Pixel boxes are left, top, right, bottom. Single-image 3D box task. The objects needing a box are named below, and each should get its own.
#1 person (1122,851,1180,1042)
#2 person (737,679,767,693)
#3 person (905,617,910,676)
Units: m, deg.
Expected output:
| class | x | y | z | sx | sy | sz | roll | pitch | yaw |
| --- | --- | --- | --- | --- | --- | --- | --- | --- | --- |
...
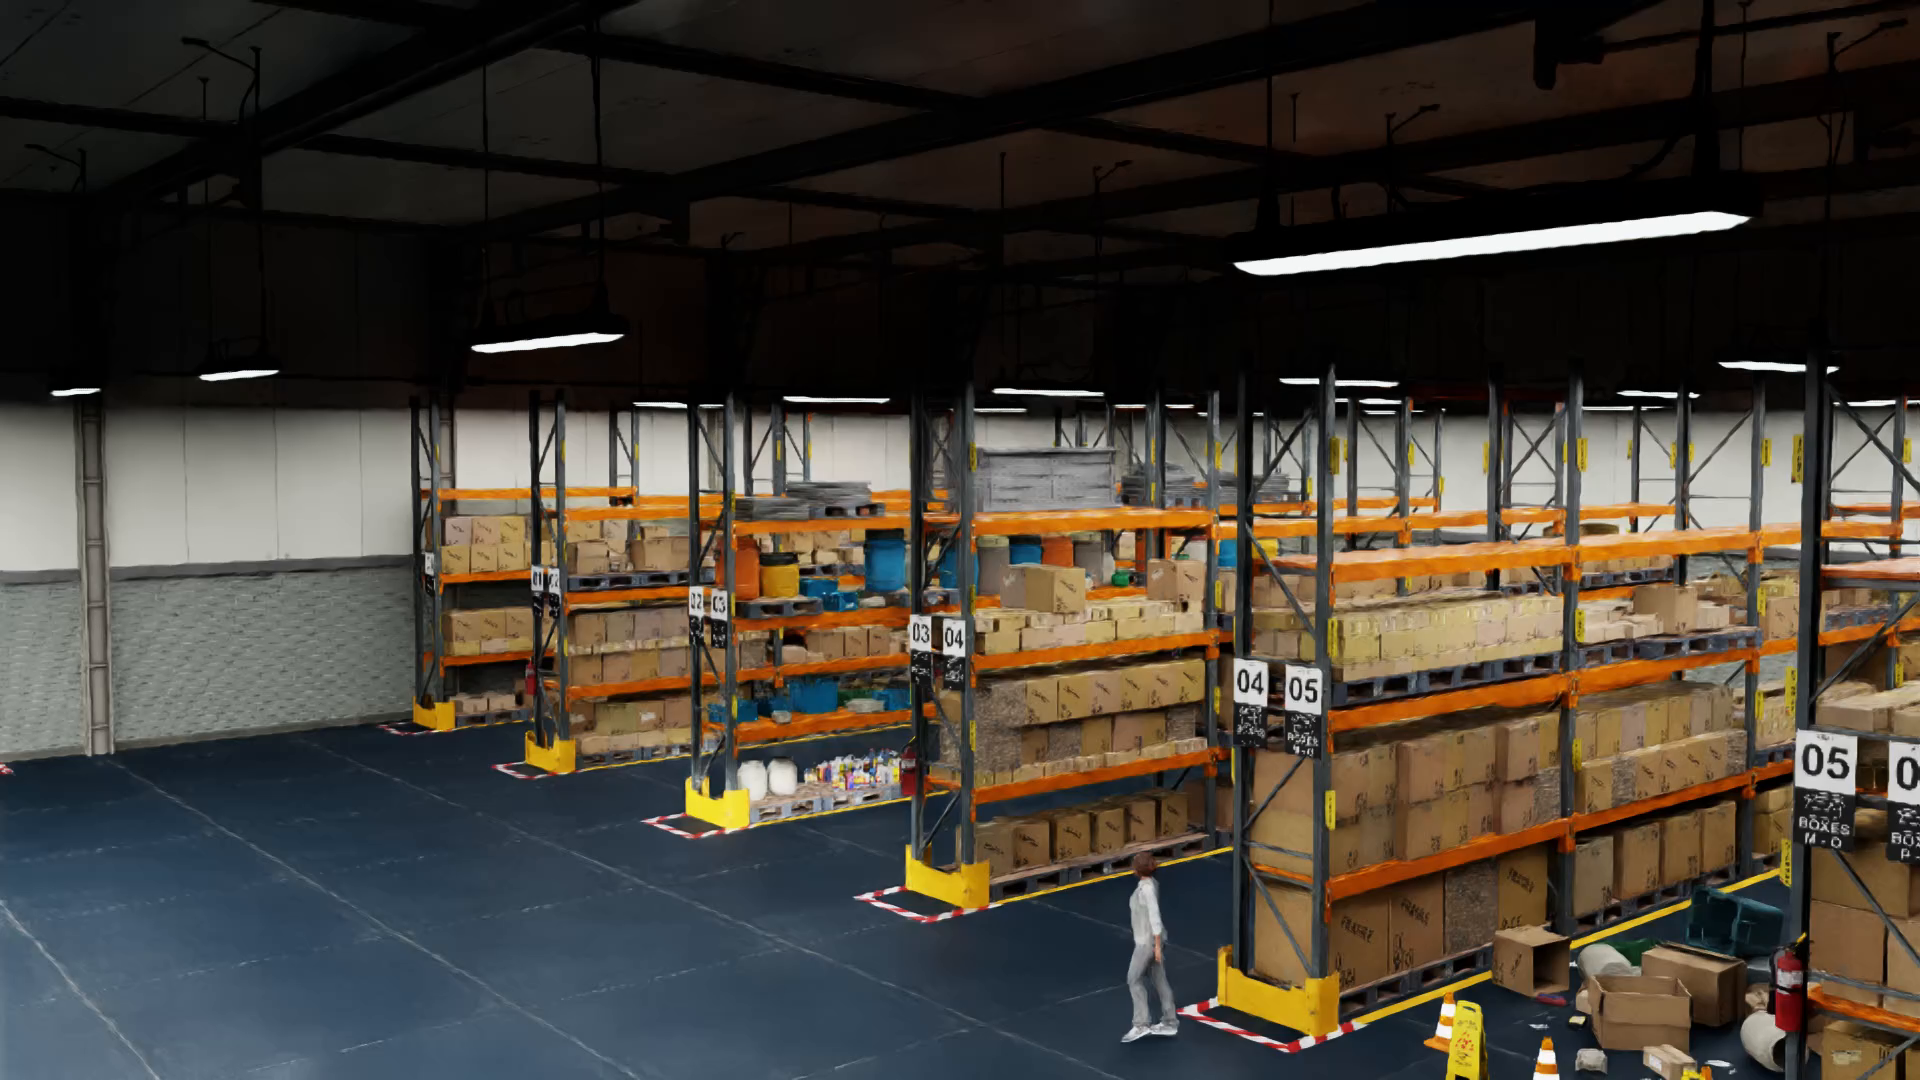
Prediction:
| class | x | y | z | sx | sy | sz | roll | pitch | yaw |
| --- | --- | --- | --- | --- | --- | --- | --- | --- | --- |
| person | 1.687 | 3.519 | 14.452 | 0.466 | 1.608 | 0.514 | 1 | 4 | 17 |
| person | -4.042 | 2.428 | 31.741 | 1.029 | 1.715 | 0.539 | -2 | 4 | -31 |
| person | -0.896 | 2.285 | 34.385 | 0.423 | 1.684 | 0.553 | 2 | 4 | 25 |
